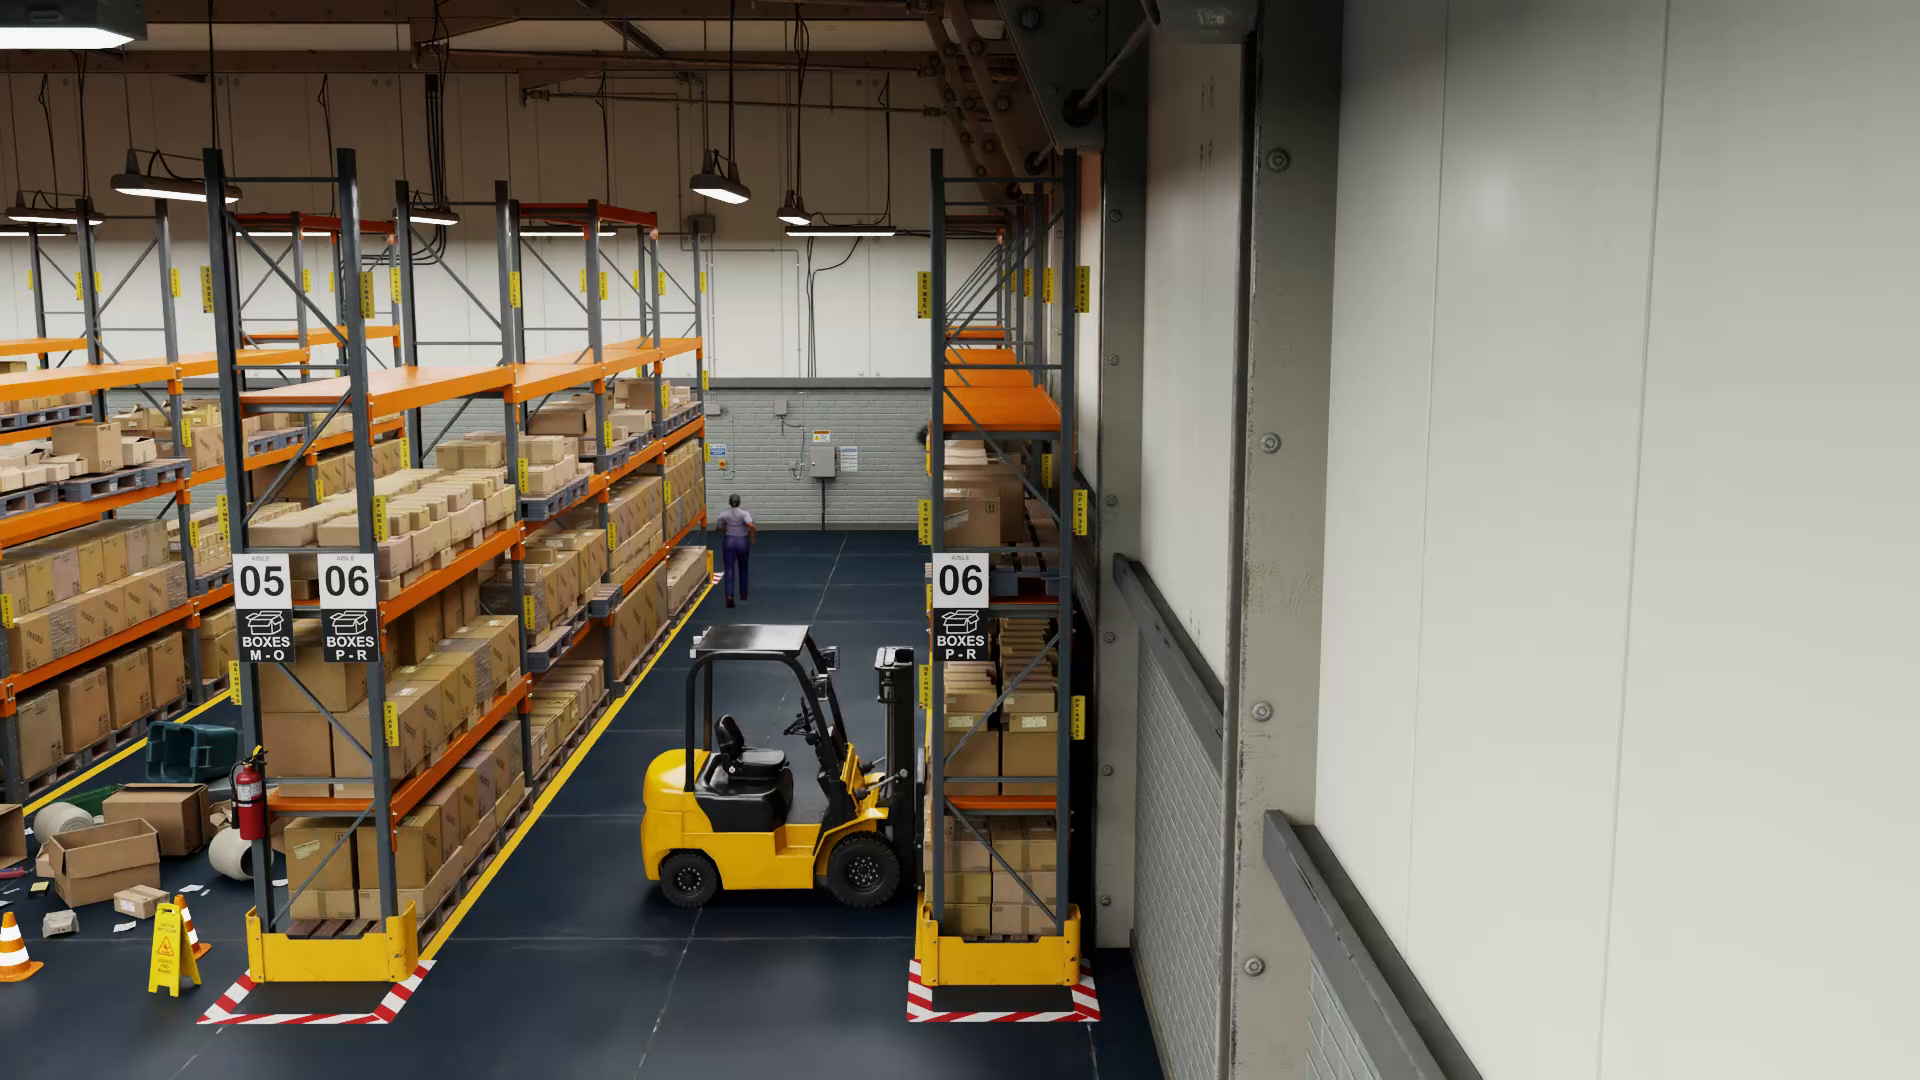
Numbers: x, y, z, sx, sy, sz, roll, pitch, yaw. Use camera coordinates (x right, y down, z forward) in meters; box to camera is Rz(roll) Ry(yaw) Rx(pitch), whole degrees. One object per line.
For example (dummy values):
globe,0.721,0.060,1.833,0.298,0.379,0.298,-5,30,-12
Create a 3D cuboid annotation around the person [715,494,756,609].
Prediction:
person,-3.298,0.151,24.497,0.602,1.670,0.875,-1,9,-5
